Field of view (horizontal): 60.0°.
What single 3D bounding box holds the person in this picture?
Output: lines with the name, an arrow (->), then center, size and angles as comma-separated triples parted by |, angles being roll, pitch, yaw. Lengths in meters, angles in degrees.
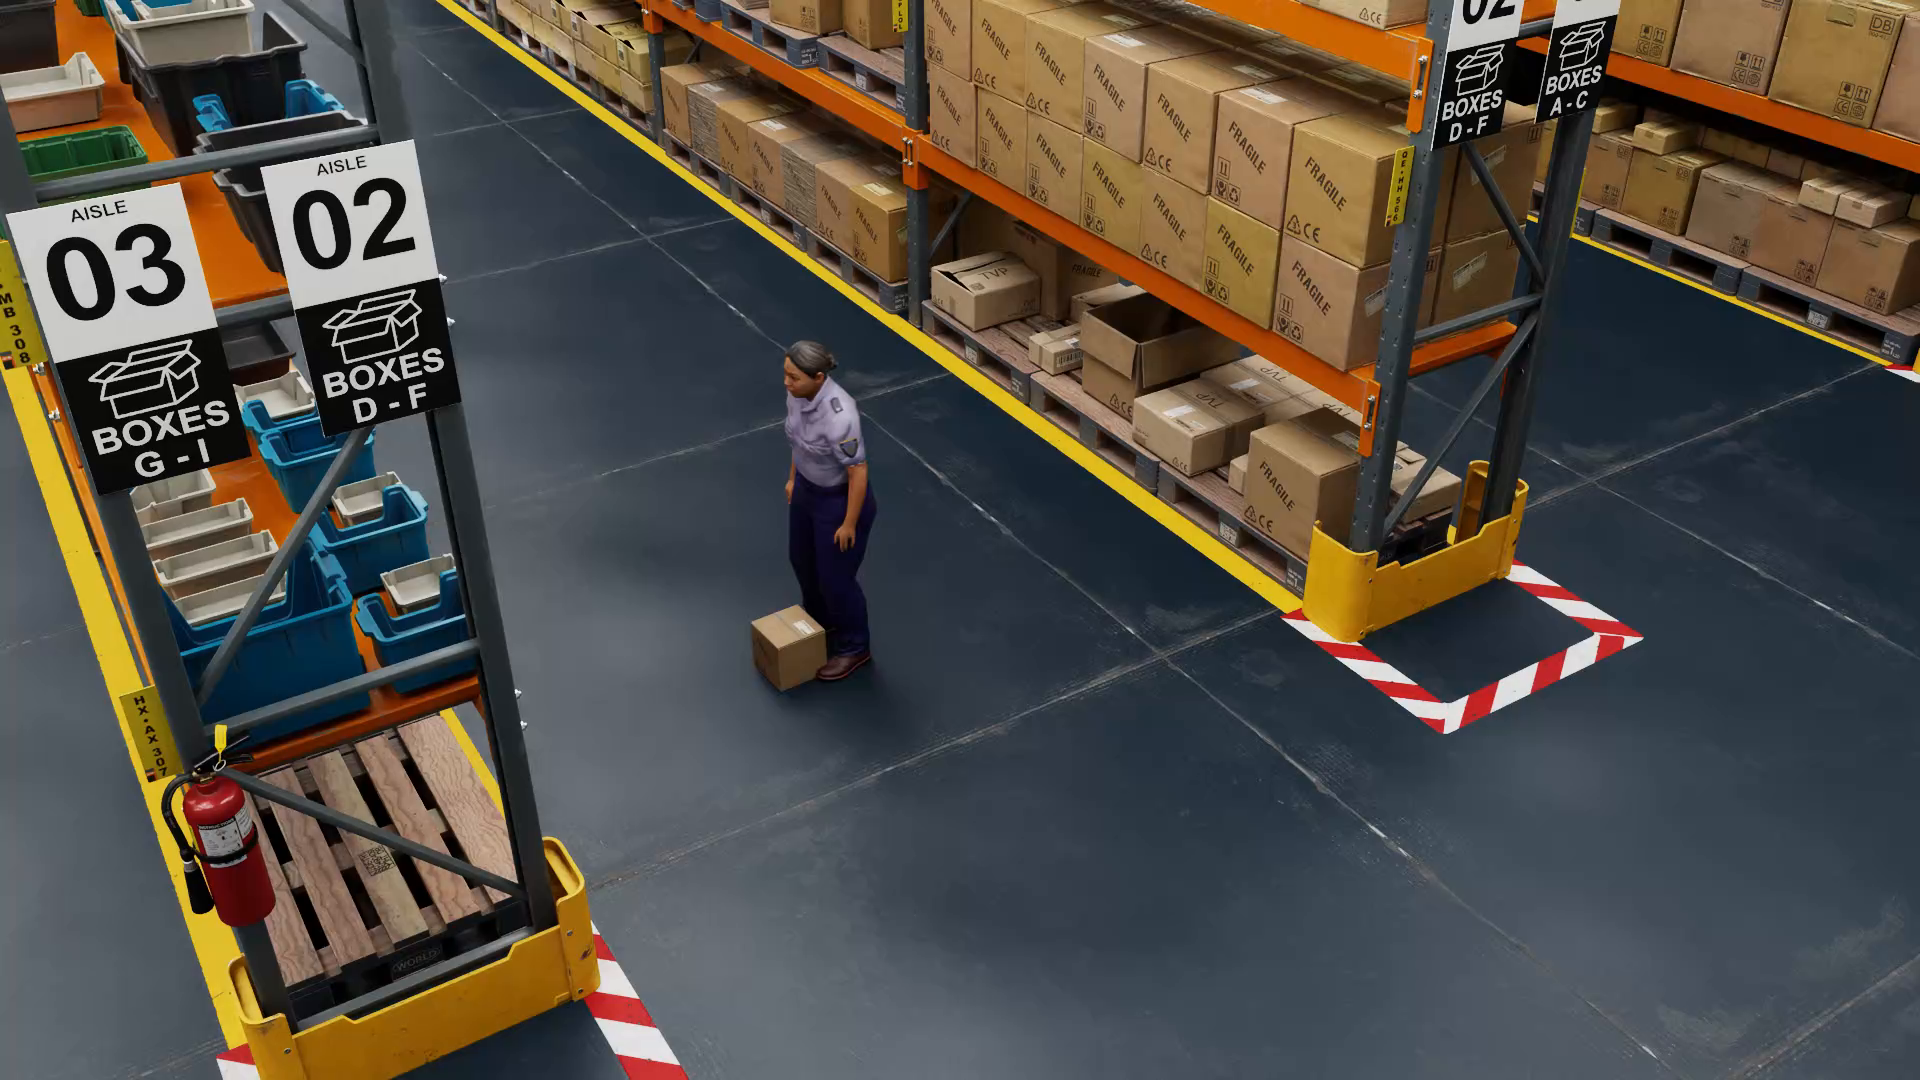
person -> -0.595, -0.161, 7.408 | 0.367, 1.637, 0.550 | -20, 38, -28
